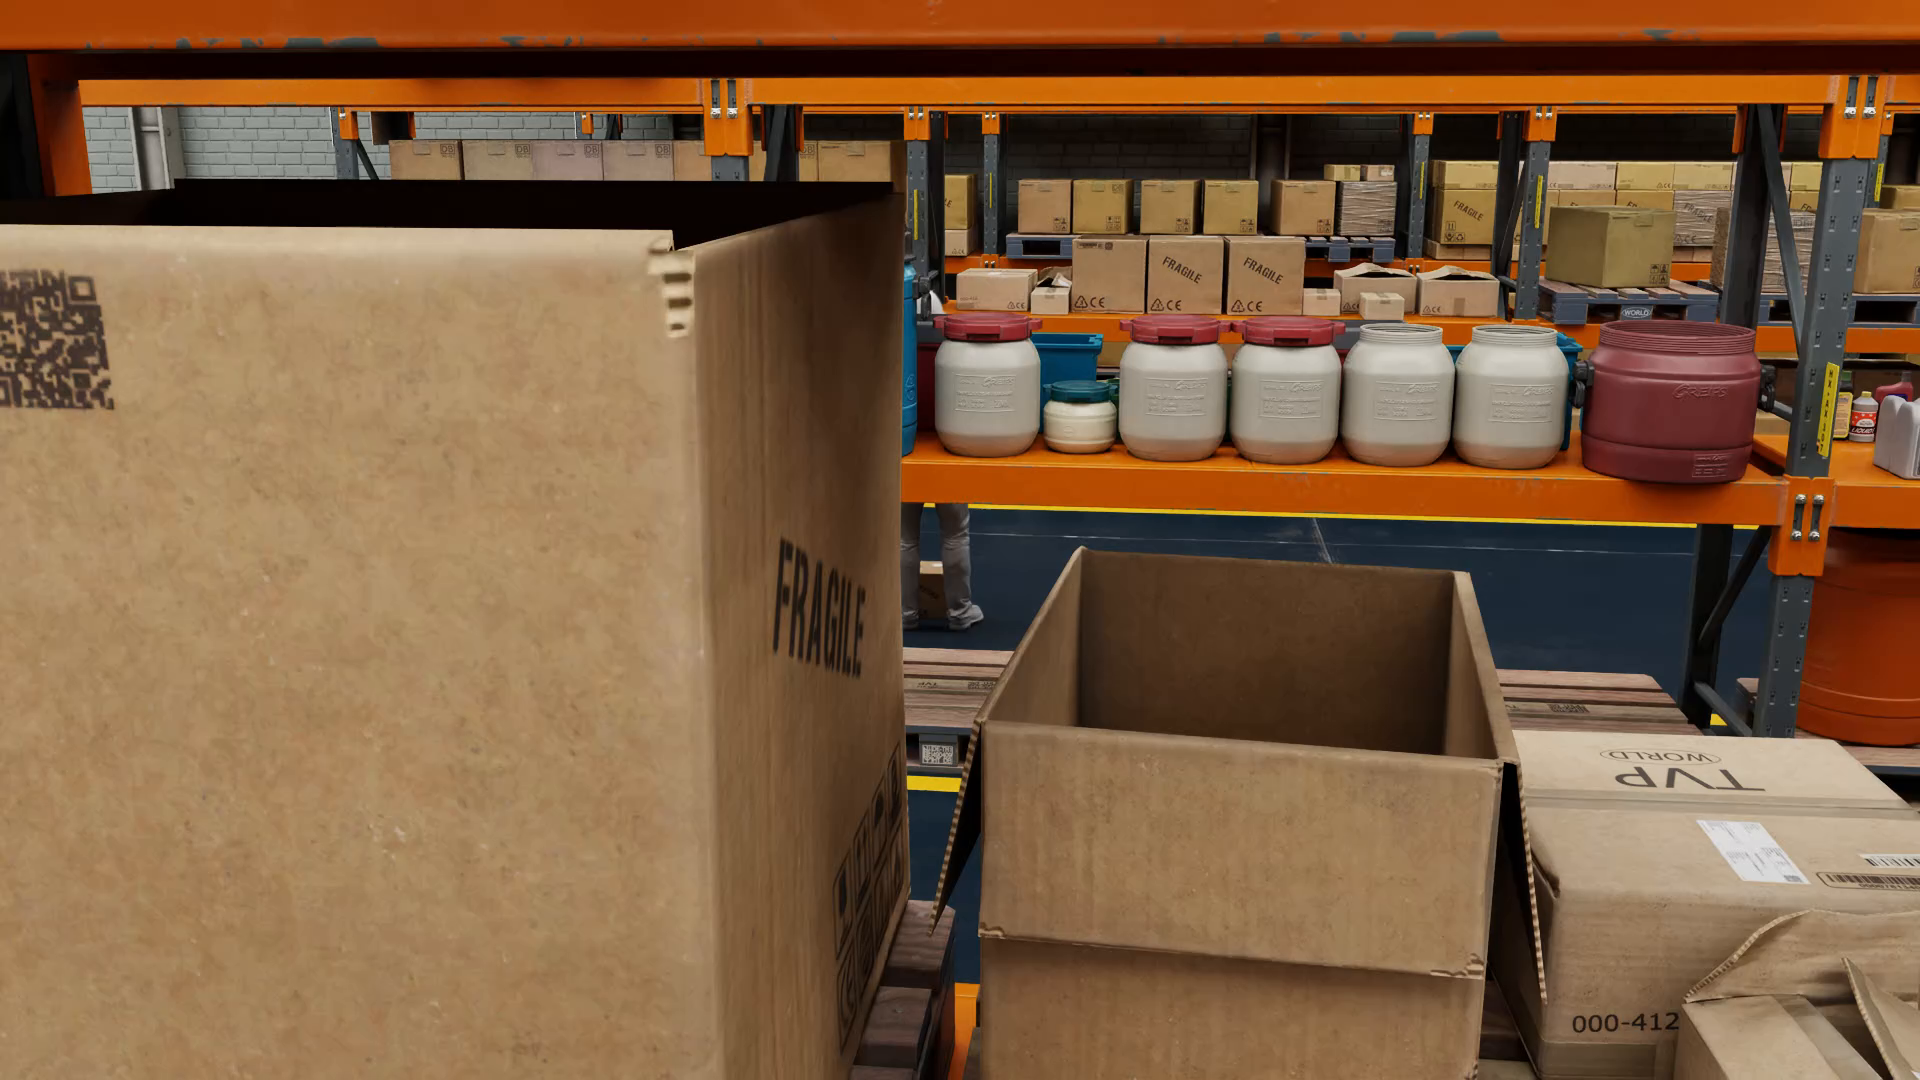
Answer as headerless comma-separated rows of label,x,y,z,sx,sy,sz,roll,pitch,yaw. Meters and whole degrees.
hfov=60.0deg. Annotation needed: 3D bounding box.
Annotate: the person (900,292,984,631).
person,-0.169,-0.407,8.581,0.626,1.759,0.463,1,14,4
